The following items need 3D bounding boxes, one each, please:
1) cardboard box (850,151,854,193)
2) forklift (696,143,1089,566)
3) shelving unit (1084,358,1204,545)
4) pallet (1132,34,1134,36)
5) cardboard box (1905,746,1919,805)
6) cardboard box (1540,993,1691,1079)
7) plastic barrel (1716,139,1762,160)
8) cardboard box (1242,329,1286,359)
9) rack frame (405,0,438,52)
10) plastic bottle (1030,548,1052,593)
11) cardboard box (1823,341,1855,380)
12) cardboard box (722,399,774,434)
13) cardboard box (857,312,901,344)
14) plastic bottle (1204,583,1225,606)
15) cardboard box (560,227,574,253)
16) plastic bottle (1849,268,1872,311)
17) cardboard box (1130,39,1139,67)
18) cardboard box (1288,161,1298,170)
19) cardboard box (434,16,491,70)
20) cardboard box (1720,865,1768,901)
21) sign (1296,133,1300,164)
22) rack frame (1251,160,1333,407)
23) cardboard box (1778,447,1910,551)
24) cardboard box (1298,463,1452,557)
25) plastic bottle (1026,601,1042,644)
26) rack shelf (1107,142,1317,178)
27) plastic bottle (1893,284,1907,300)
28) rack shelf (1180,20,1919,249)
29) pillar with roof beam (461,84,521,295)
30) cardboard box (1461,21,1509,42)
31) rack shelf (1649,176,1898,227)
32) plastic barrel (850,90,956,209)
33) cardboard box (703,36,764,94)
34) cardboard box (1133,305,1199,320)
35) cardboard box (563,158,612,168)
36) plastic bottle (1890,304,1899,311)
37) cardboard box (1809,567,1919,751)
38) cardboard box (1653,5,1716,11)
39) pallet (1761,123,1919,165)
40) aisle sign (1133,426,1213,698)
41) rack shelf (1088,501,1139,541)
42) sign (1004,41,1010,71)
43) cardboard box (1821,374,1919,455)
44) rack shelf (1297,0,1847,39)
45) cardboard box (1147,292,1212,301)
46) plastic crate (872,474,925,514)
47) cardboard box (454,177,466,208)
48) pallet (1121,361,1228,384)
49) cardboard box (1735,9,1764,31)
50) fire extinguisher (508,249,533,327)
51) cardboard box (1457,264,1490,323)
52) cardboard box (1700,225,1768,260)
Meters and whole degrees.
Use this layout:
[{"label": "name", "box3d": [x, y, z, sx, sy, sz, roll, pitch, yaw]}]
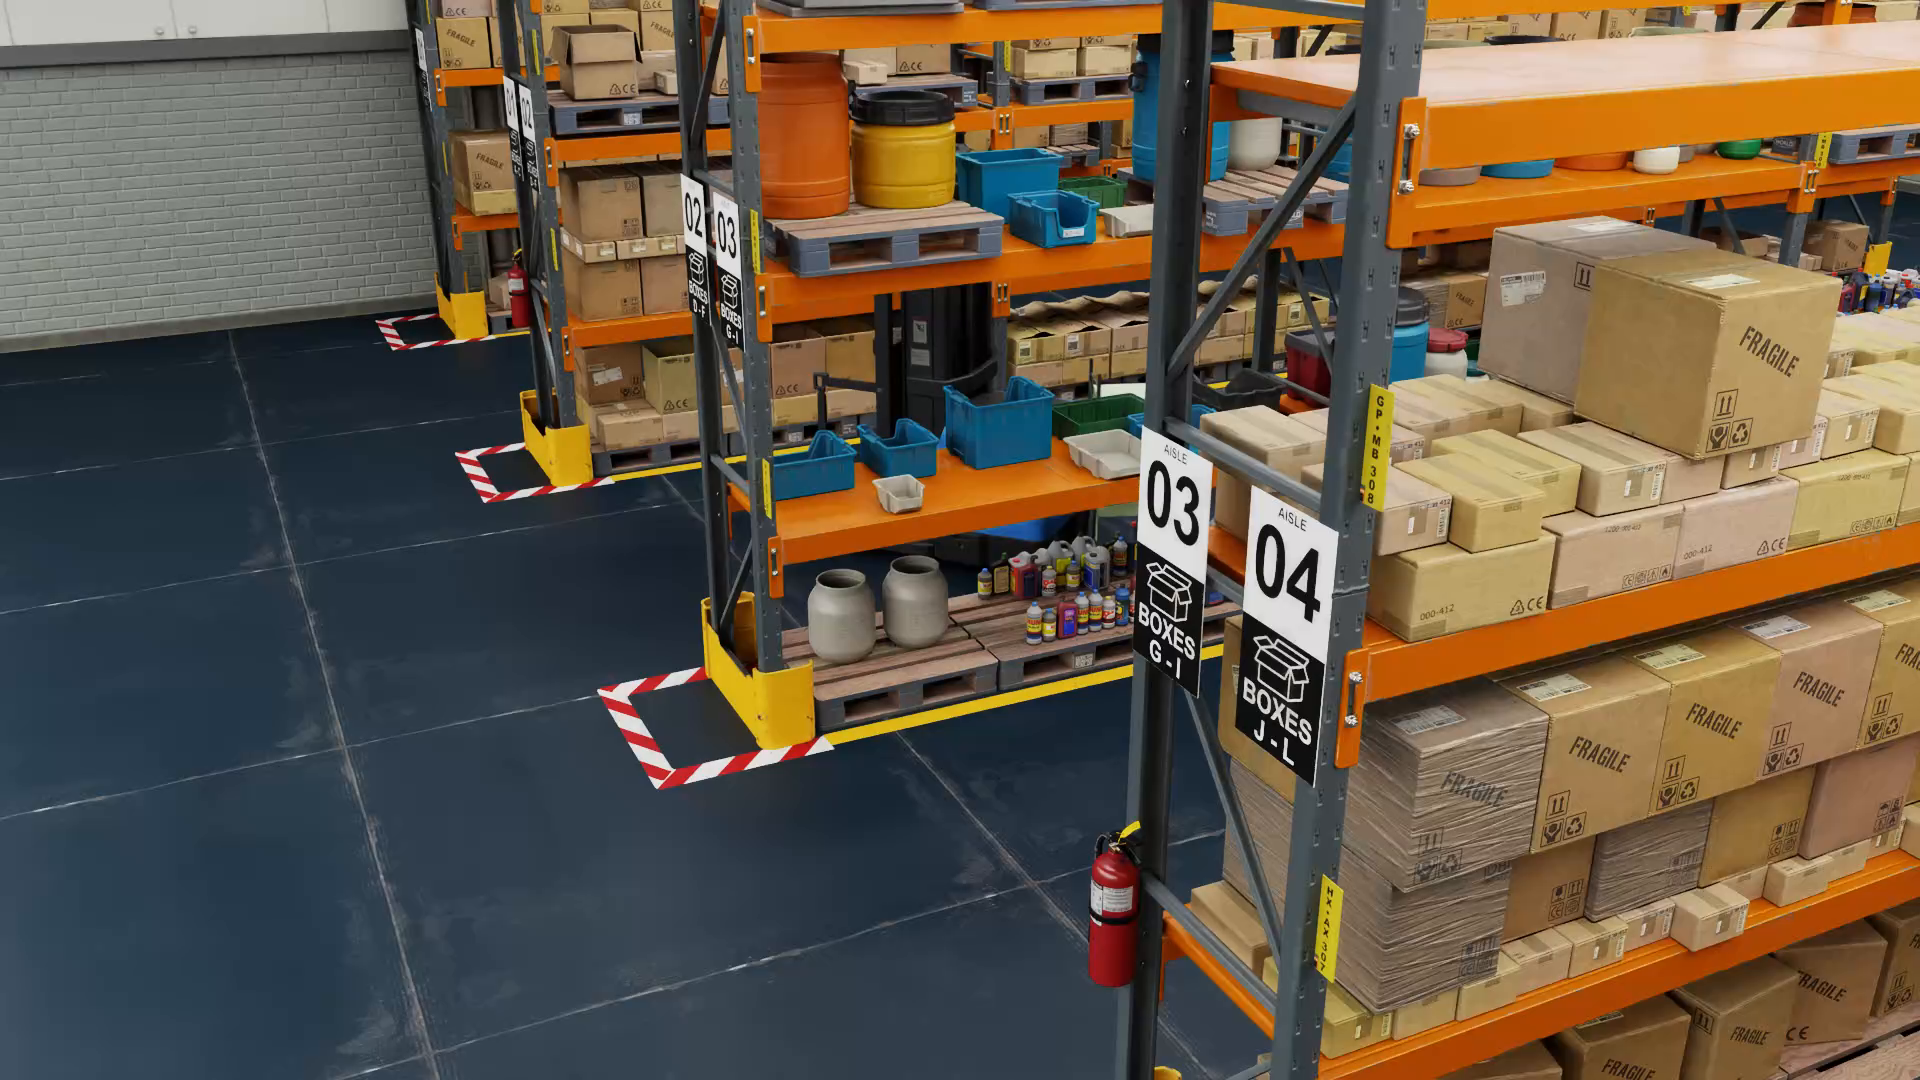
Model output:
[{"label": "cardboard box", "box3d": [-1.140, -3.118, 14.534, 0.500, 0.500, 0.700, -10, 25, -24]}, {"label": "forklift", "box3d": [-0.575, -1.449, 12.419, 3.031, 2.935, 1.130, 9, 24, 22]}, {"label": "shelving unit", "box3d": [1.326, -0.554, 12.128, 0.755, 1.500, 0.431, -2, 23, -4]}, {"label": "pallet", "box3d": [2.172, -6.509, 20.878, 1.003, 0.211, 1.213, -9, 24, -21]}, {"label": "cardboard box", "box3d": [3.558, 0.640, 6.763, 0.500, 0.500, 0.875, -10, 25, -24]}, {"label": "cardboard box", "box3d": [2.518, 2.018, 6.673, 0.500, 0.500, 0.500, -8, 24, -19]}, {"label": "plastic barrel", "box3d": [5.712, -2.927, 12.180, 0.294, 0.245, 0.294, 0, 22, 0]}, {"label": "cardboard box", "box3d": [2.936, -2.044, 16.813, 0.500, 0.250, 0.500, -11, 25, -24]}, {"label": "rack frame", "box3d": [-5.593, -6.530, 16.760, 0.127, 3.000, 1.000, -10, 25, -24]}, {"label": "plastic bottle", "box3d": [0.532, 0.200, 11.331, 0.135, 0.276, 0.152, -11, 25, -25]}, {"label": "cardboard box", "box3d": [3.085, -0.679, 6.221, 0.250, 0.149, 0.380, -11, 25, -25]}, {"label": "cardboard box", "box3d": [-1.962, -1.155, 14.664, 0.500, 0.250, 0.500, -10, 25, -24]}, {"label": "cardboard box", "box3d": [-0.616, -1.754, 15.132, 0.500, 0.500, 0.500, -10, 25, -24]}, {"label": "plastic bottle", "box3d": [1.680, 0.251, 11.110, 0.185, 0.351, 0.144, -12, 25, -26]}, {"label": "cardboard box", "box3d": [-3.180, -2.527, 13.954, 0.250, 0.149, 0.380, -11, 25, -25]}, {"label": "plastic bottle", "box3d": [7.570, -2.117, 14.007, 0.185, 0.351, 0.144, -10, 25, -24]}, {"label": "cardboard box", "box3d": [1.912, -4.522, 15.478, 0.500, 0.250, 0.500, -13, 26, -28]}, {"label": "cardboard box", "box3d": [4.690, -4.797, 22.679, 0.750, 0.750, 0.750, -10, 25, -23]}, {"label": "cardboard box", "box3d": [-5.183, -5.169, 17.237, 0.500, 0.500, 0.500, -10, 24, -22]}, {"label": "cardboard box", "box3d": [2.773, 1.211, 6.231, 0.250, 0.149, 0.380, -10, 25, -24]}, {"label": "sign", "box3d": [3.523, -4.063, 17.233, 0.005, 0.325, 0.100, -10, 25, -24]}, {"label": "rack frame", "box3d": [2.308, -1.008, 11.263, 0.127, 3.000, 1.000, -10, 25, -24]}, {"label": "cardboard box", "box3d": [2.775, -0.201, 5.589, 0.500, 0.250, 0.500, -10, 24, -22]}, {"label": "cardboard box", "box3d": [1.200, -0.104, 4.833, 0.250, 0.149, 0.380, -11, 25, -24]}, {"label": "plastic bottle", "box3d": [0.472, 0.520, 10.564, 0.097, 0.271, 0.097, 0, 22, 0]}, {"label": "rack shelf", "box3d": [3.417, -5.085, 22.053, 4.000, 0.370, 1.077, -10, 25, -24]}, {"label": "plastic bottle", "box3d": [7.962, -2.066, 14.078, 0.097, 0.201, 0.097, 0, 22, 0]}, {"label": "rack shelf", "box3d": [2.654, -1.407, 5.328, 4.000, 0.370, 1.077, -10, 25, -24]}, {"label": "pillar with roof beam", "box3d": [-3.470, -5.461, 14.177, 0.400, 9.000, 9.100, -10, 25, -24]}, {"label": "cardboard box", "box3d": [5.074, -5.066, 17.014, 0.500, 0.500, 0.910, -10, 25, -24]}, {"label": "rack shelf", "box3d": [9.173, -4.042, 19.533, 4.000, 0.370, 1.077, -10, 25, -24]}, {"label": "plastic barrel", "box3d": [-0.324, -2.244, 9.532, 0.600, 0.588, 0.600, 0, 22, 0]}, {"label": "cardboard box", "box3d": [-1.826, -3.924, 13.523, 0.500, 0.500, 0.500, -10, 25, -24]}, {"label": "cardboard box", "box3d": [2.028, -2.136, 16.302, 0.500, 0.311, 0.500, -10, 24, -22]}, {"label": "cardboard box", "box3d": [-4.115, -4.183, 18.122, 0.500, 0.500, 0.500, -11, 25, -25]}, {"label": "plastic bottle", "box3d": [7.391, -1.735, 13.188, 0.097, 0.271, 0.097, 0, 22, 0]}, {"label": "cardboard box", "box3d": [3.269, 0.389, 6.061, 0.500, 0.500, 0.500, -10, 25, -24]}, {"label": "cardboard box", "box3d": [7.793, -6.030, 18.036, 0.500, 0.500, 0.700, -10, 25, -24]}, {"label": "pallet", "box3d": [6.644, -3.063, 12.553, 1.213, 0.211, 1.003, -10, 25, -24]}, {"label": "aisle sign", "box3d": [0.666, 0.068, 5.264, 0.004, 0.787, 0.394, -10, 25, -24]}, {"label": "rack shelf", "box3d": [1.326, -0.253, 12.253, 0.720, 0.370, 0.431, -2, 23, -4]}, {"label": "sign", "box3d": [0.405, -4.186, 14.239, 0.005, 0.325, 0.100, -10, 25, -24]}, {"label": "cardboard box", "box3d": [3.103, -0.428, 5.614, 0.250, 0.149, 0.380, -9, 24, -21]}, {"label": "rack shelf", "box3d": [4.110, -3.594, 11.131, 4.000, 0.370, 1.077, -10, 25, -24]}, {"label": "cardboard box", "box3d": [2.238, -2.402, 16.944, 0.500, 0.311, 0.500, -11, 25, -25]}, {"label": "plastic crate", "box3d": [-0.351, -0.260, 9.801, 0.250, 0.136, 0.298, -10, 25, -24]}, {"label": "cardboard box", "box3d": [-5.256, -3.843, 18.281, 0.500, 0.250, 0.500, -10, 25, -23]}, {"label": "pallet", "box3d": [1.911, -1.767, 16.742, 1.213, 0.211, 1.003, -10, 25, -24]}, {"label": "cardboard box", "box3d": [8.367, -5.669, 18.143, 0.500, 0.250, 0.500, -10, 25, -24]}, {"label": "fire extinguisher", "box3d": [-3.749, -2.157, 14.139, 0.183, 0.674, 0.296, -10, 25, -24]}, {"label": "cardboard box", "box3d": [5.693, -2.663, 17.954, 0.500, 0.500, 0.500, -11, 25, -25]}, {"label": "cardboard box", "box3d": [9.062, -3.406, 19.744, 0.637, 0.503, 0.797, -10, 25, -24]}]
